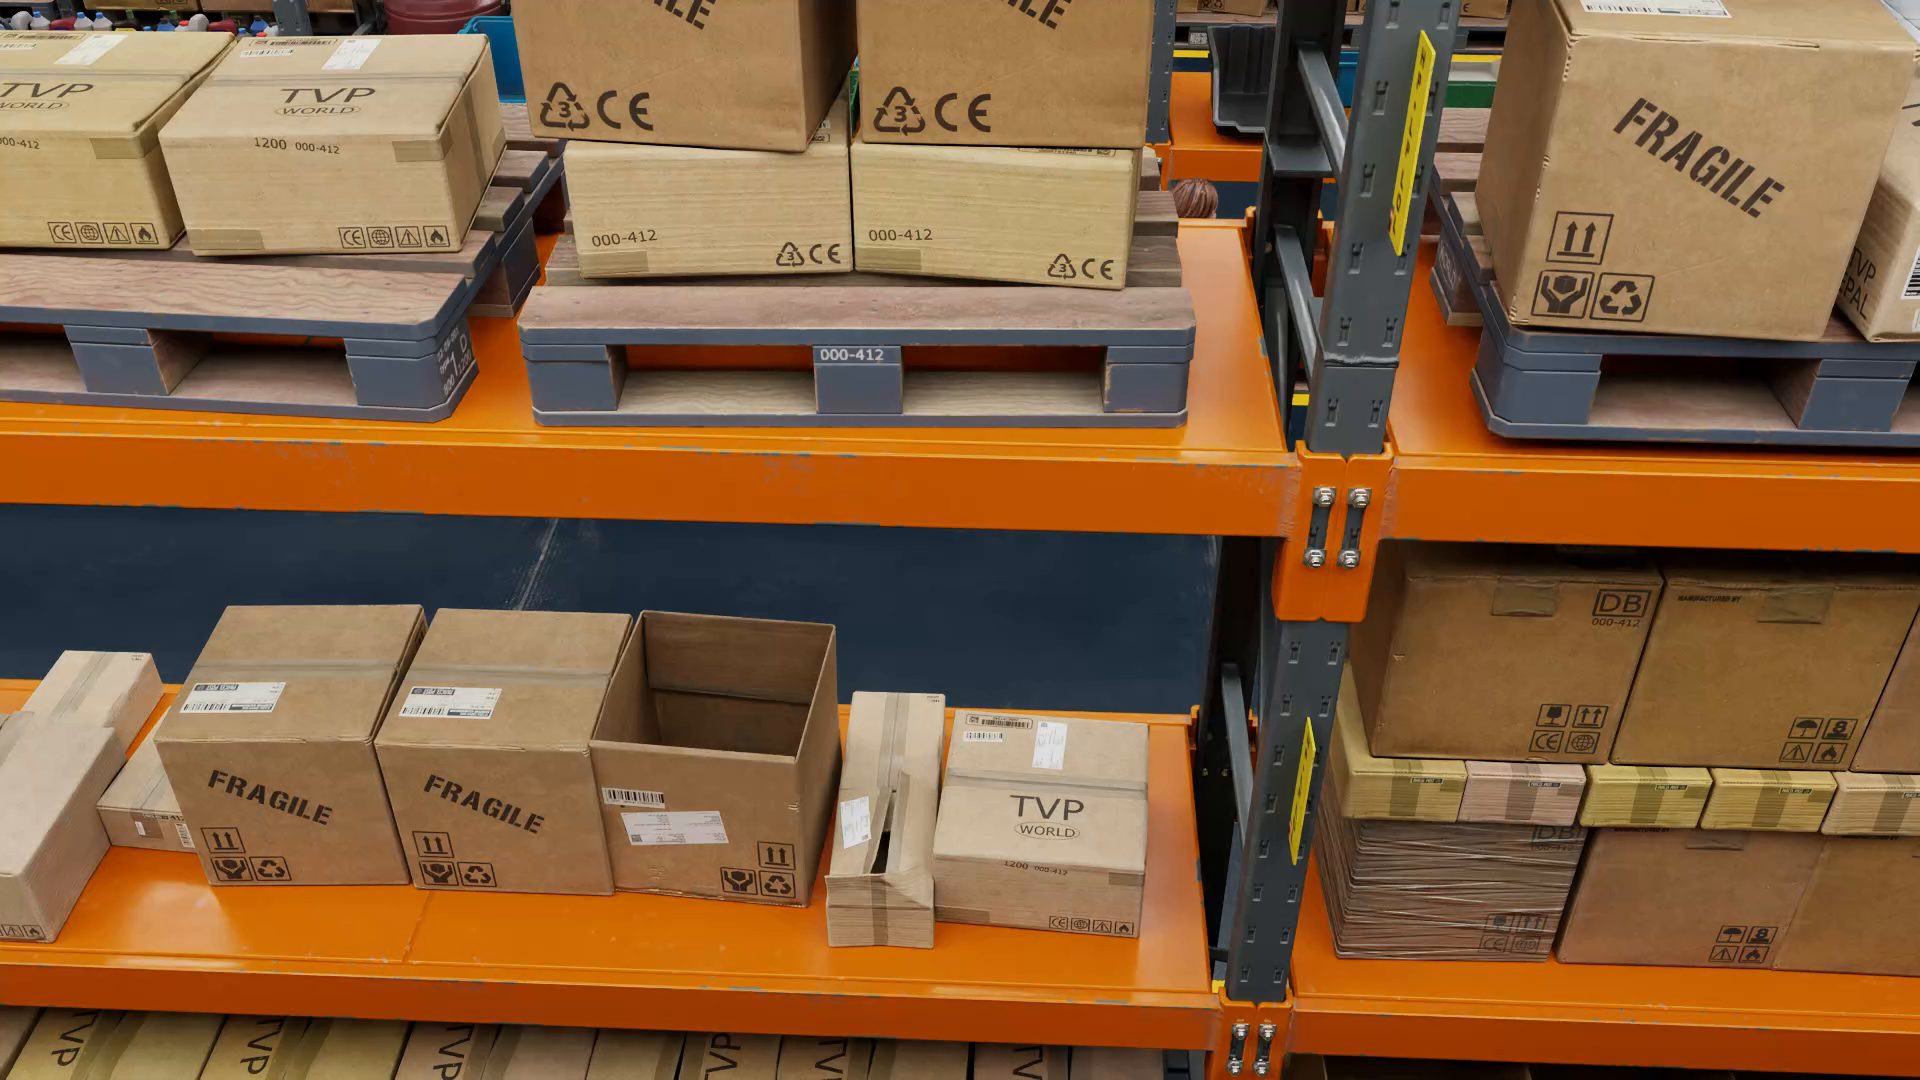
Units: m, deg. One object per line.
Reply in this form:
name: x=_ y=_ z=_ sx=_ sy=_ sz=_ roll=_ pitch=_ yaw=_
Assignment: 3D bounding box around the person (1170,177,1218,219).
person: x=0.900 y=-0.827 z=7.288 sx=0.346 sy=1.592 sz=0.484 roll=-1 pitch=36 yaw=-1
